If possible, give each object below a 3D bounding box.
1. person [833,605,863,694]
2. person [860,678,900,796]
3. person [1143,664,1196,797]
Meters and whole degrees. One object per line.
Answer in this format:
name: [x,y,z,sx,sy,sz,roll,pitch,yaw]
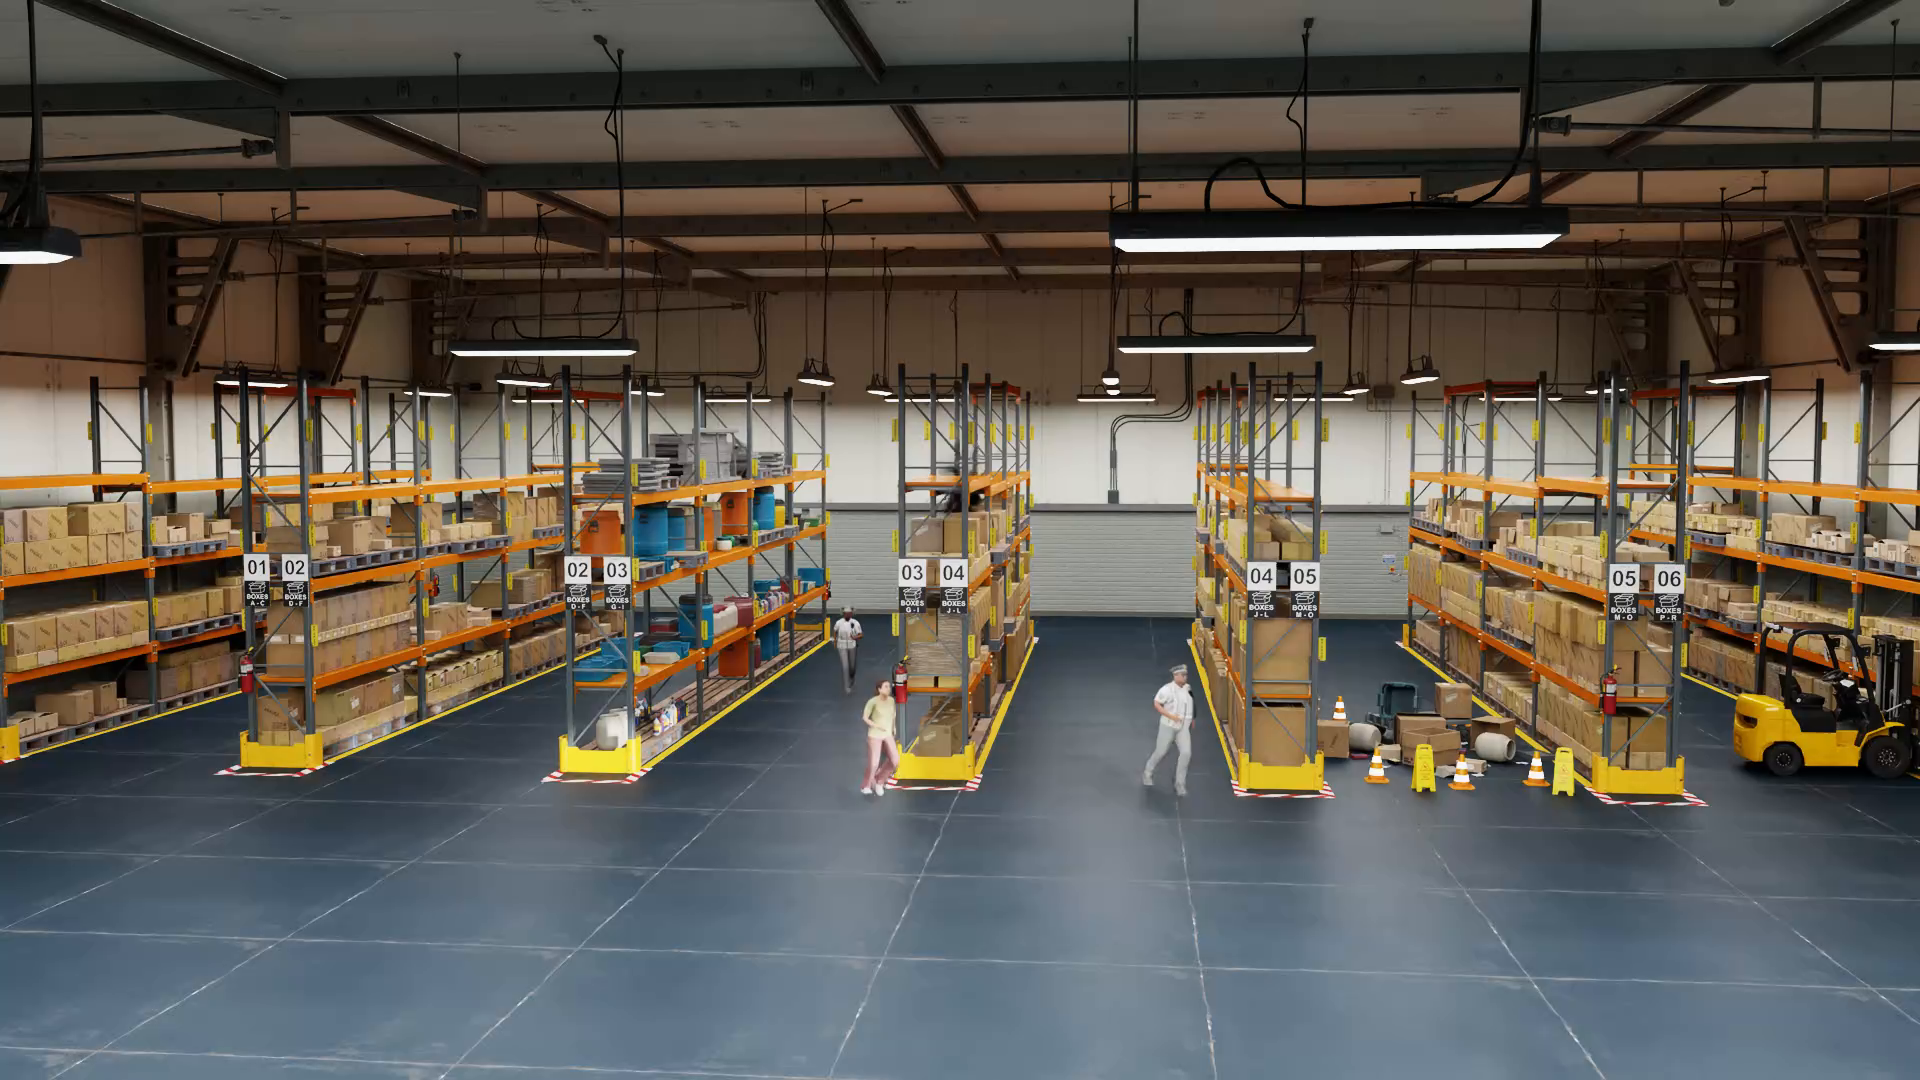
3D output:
person: [-2.170,2.086,32.142,0.578,1.674,0.846,0,4,-4]
person: [-1.068,2.707,22.864,0.616,1.626,0.610,-3,4,-34]
person: [3.024,2.641,23.299,0.741,1.804,0.855,-2,4,-25]
